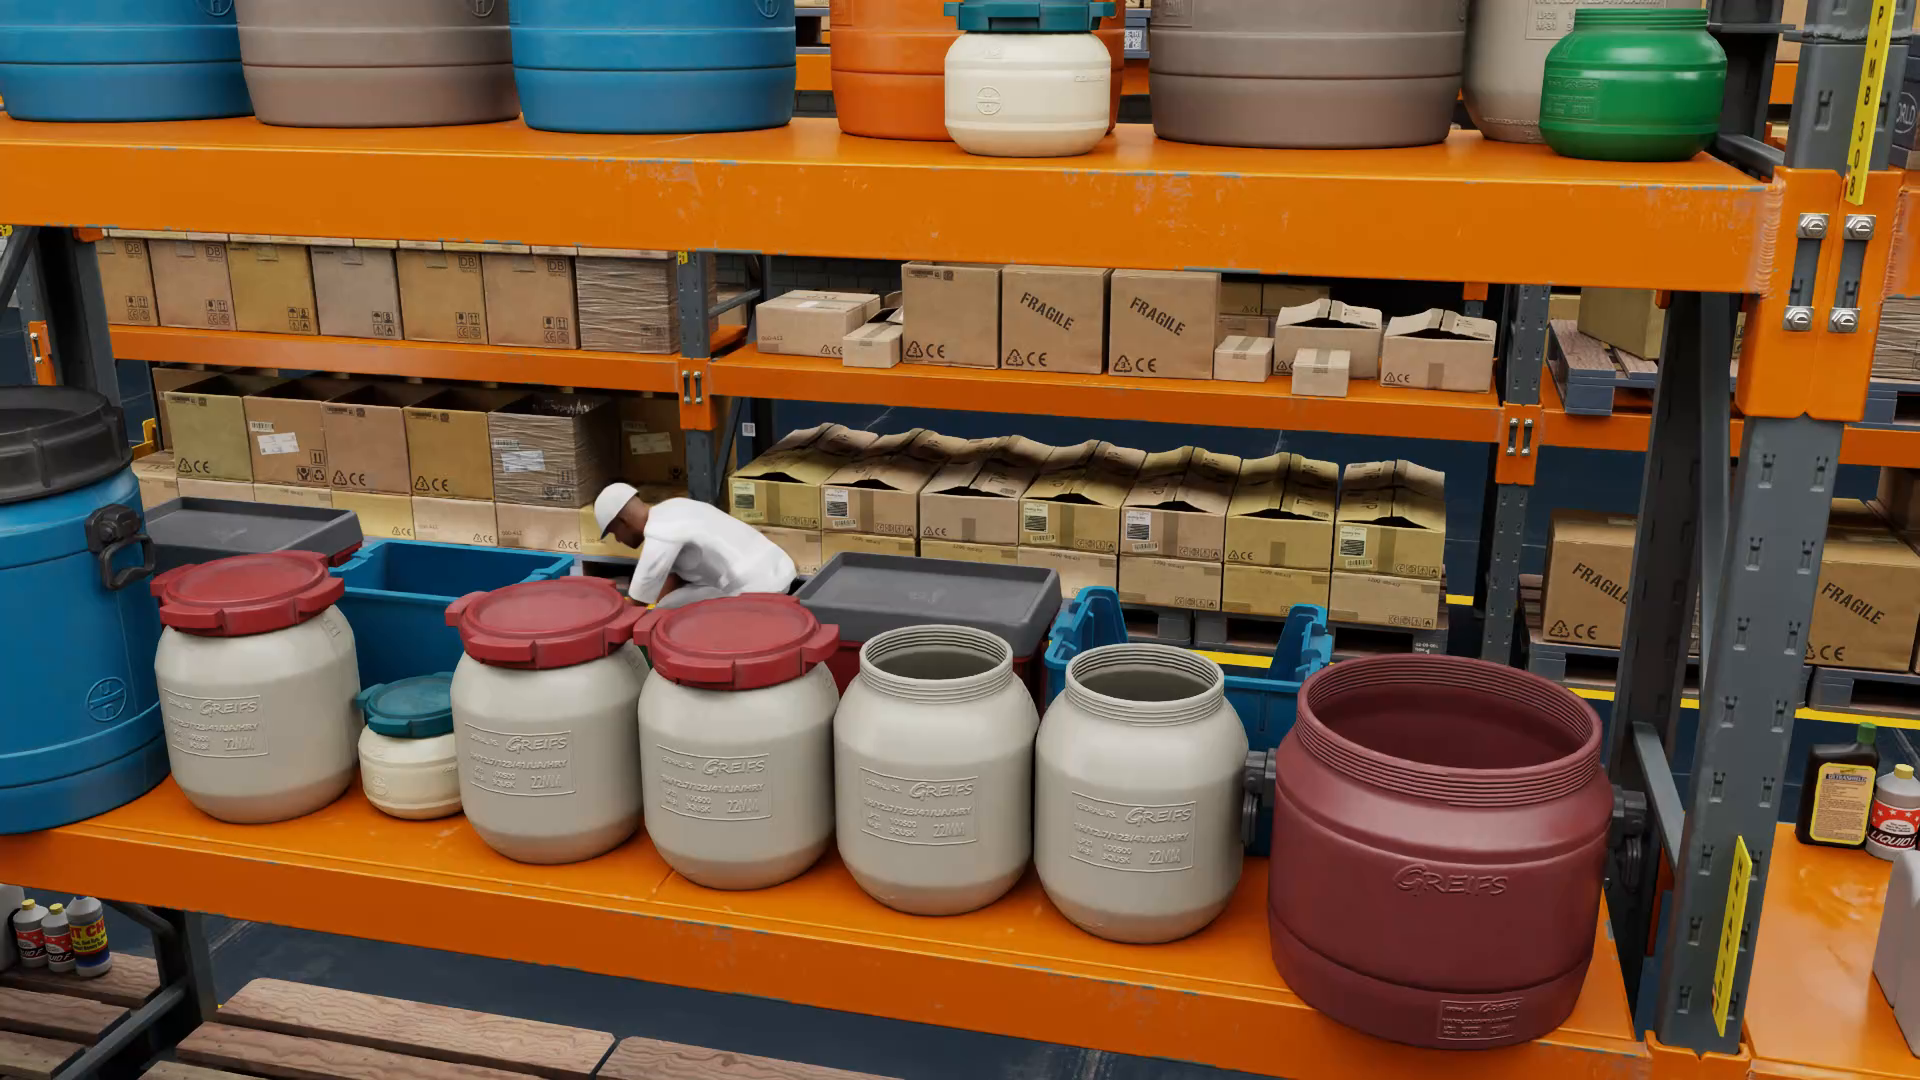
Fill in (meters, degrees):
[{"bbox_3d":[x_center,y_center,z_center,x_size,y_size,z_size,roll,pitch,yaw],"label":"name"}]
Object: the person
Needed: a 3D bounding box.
[{"bbox_3d":[-1.218,0.226,7.608,0.895,0.975,0.580,4,19,13],"label":"person"}]
